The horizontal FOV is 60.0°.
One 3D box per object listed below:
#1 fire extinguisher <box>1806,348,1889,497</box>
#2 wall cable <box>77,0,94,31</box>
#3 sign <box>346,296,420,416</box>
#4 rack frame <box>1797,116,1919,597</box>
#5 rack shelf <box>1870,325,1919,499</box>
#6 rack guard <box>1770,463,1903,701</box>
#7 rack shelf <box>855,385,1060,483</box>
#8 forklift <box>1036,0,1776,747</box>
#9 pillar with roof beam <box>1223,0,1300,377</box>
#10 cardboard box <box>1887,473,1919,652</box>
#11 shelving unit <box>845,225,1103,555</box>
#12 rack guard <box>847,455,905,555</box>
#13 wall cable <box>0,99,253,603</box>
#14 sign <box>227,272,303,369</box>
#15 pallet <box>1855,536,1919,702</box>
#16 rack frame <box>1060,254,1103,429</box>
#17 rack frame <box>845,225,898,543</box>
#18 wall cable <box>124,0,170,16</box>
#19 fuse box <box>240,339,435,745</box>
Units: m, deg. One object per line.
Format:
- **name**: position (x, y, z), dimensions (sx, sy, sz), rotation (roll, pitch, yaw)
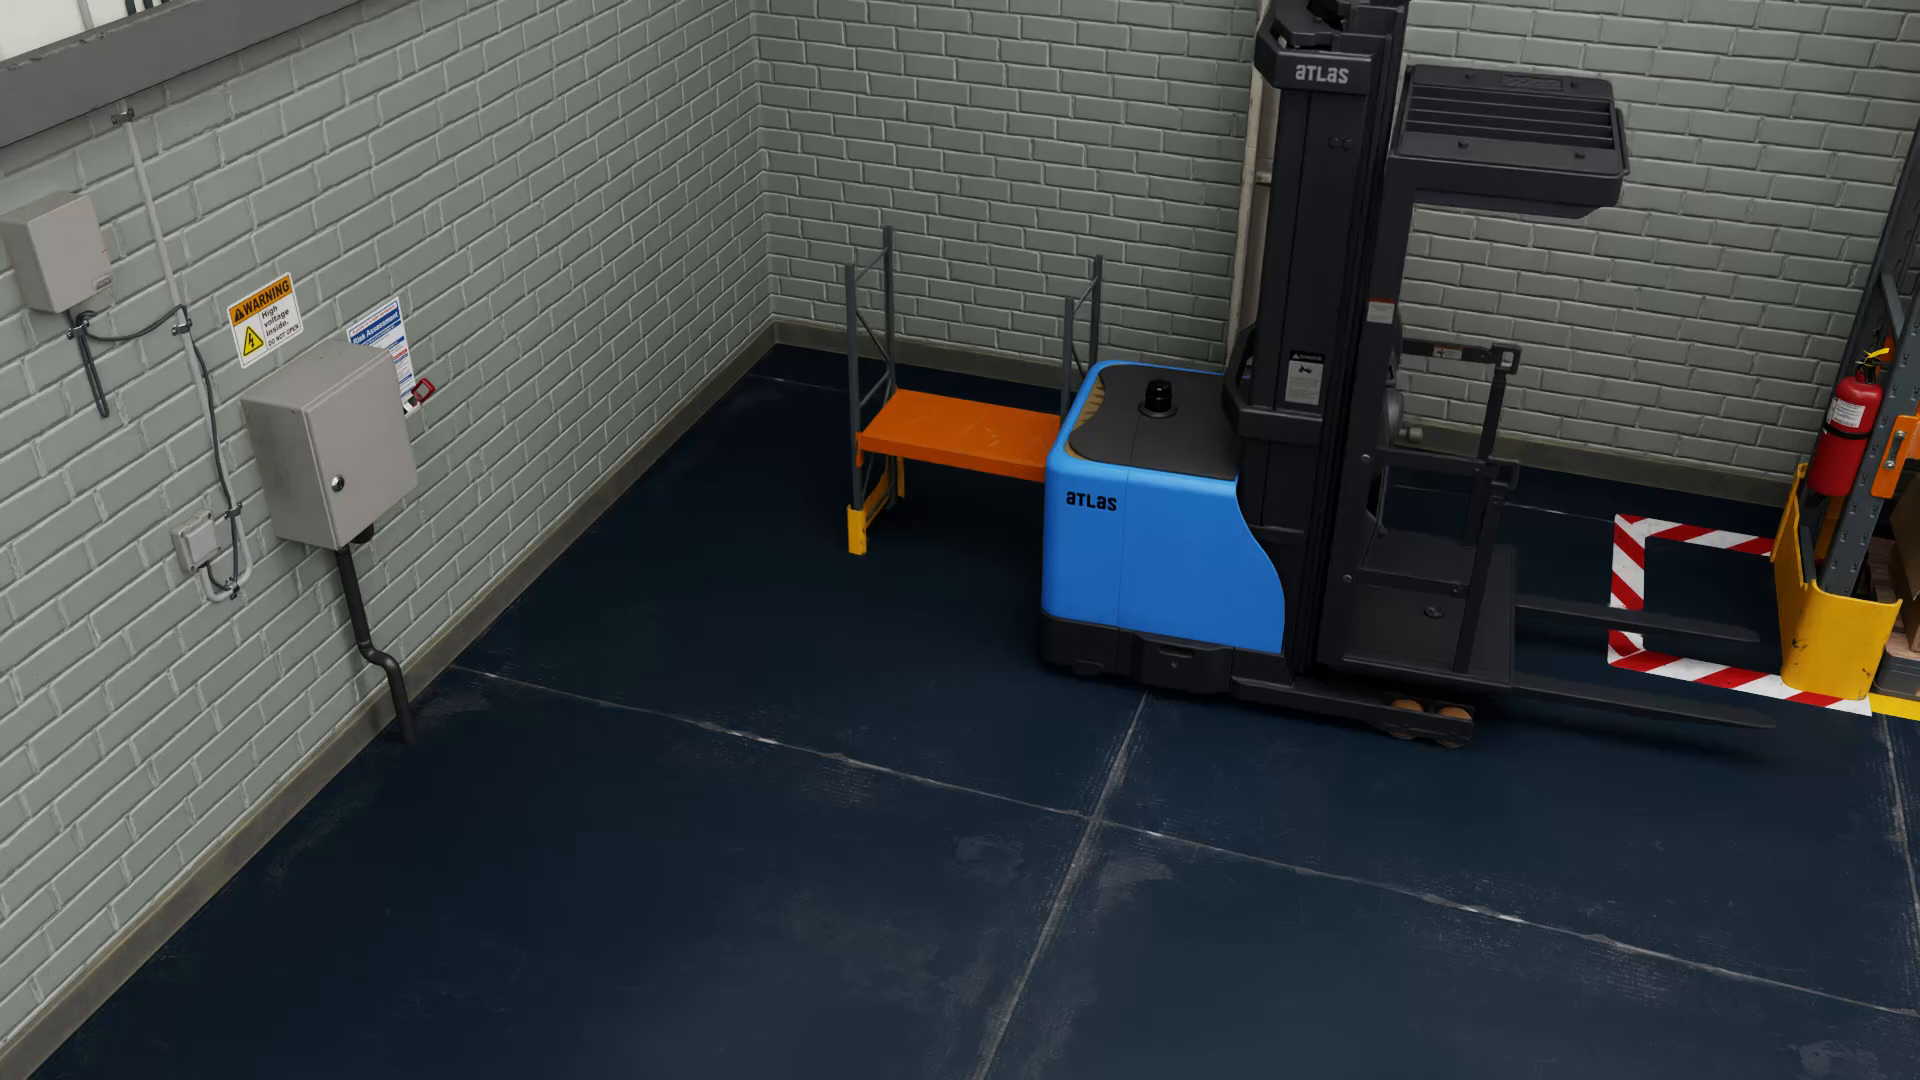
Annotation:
- **fire extinguisher**: position (3.581, -0.502, 6.677), dimensions (0.183, 0.674, 0.296), rotation (11, 34, 16)
- **wall cable**: position (-2.989, -2.166, 3.308), dimensions (0.029, 3.000, 2.355), rotation (11, 34, 16)
- **sign**: position (-2.294, -0.681, 6.627), dimensions (0.001, 0.494, 0.329), rotation (11, 34, 16)
- **rack frame**: position (3.875, -0.900, 6.879), dimensions (0.127, 3.000, 1.000), rotation (11, 34, 16)
- **rack shelf**: position (5.758, -0.232, 6.507), dimensions (4.000, 0.370, 1.077), rotation (11, 34, 16)
- **rack guard**: position (3.947, 0.164, 7.535), dimensions (0.348, 0.500, 1.175), rotation (11, 34, 16)
- **rack shelf**: position (0.063, -0.467, 7.920), dimensions (1.000, 0.185, 0.538), rotation (11, 34, 16)
- **forklift**: position (1.914, -0.692, 6.619), dimensions (3.031, 2.935, 1.130), rotation (9, 34, 13)
- **pillar with roof beam**: position (0.189, -2.176, 3.324), dimensions (0.400, 9.000, 9.100), rotation (11, 34, 16)
- **cardboard box**: position (4.419, 0.133, 7.194), dimensions (0.637, 0.503, 0.797), rotation (10, 34, 15)
- **shelving unit**: position (0.055, -0.619, 7.825), dimensions (1.083, 1.500, 0.587), rotation (11, 34, 16)
- **rack guard**: position (-0.415, -0.185, 8.304), dimensions (0.087, 0.250, 0.587), rotation (11, 34, 16)
- **wall cable**: position (-2.644, -0.538, 5.381), dimensions (0.122, 1.984, 0.588), rotation (11, 34, 16)
- **sign**: position (-2.479, -0.787, 5.943), dimensions (0.001, 0.242, 0.339), rotation (11, 34, 16)
- **pallet**: position (4.698, 0.431, 7.388), dimensions (1.213, 0.211, 1.003), rotation (11, 34, 16)
- **rack frame**: position (0.542, -0.525, 7.680), dimensions (0.032, 1.500, 0.500), rotation (11, 34, 16)
- **rack frame**: position (-0.415, -0.711, 7.965), dimensions (0.032, 1.500, 0.500), rotation (11, 34, 16)
- **wall cable**: position (-2.014, -3.597, 5.491), dimensions (0.133, 3.039, 2.988), rotation (11, 34, 16)
- **fuse box**: position (-2.266, 0.111, 6.501), dimensions (0.414, 1.711, 0.539), rotation (11, 34, 16)
